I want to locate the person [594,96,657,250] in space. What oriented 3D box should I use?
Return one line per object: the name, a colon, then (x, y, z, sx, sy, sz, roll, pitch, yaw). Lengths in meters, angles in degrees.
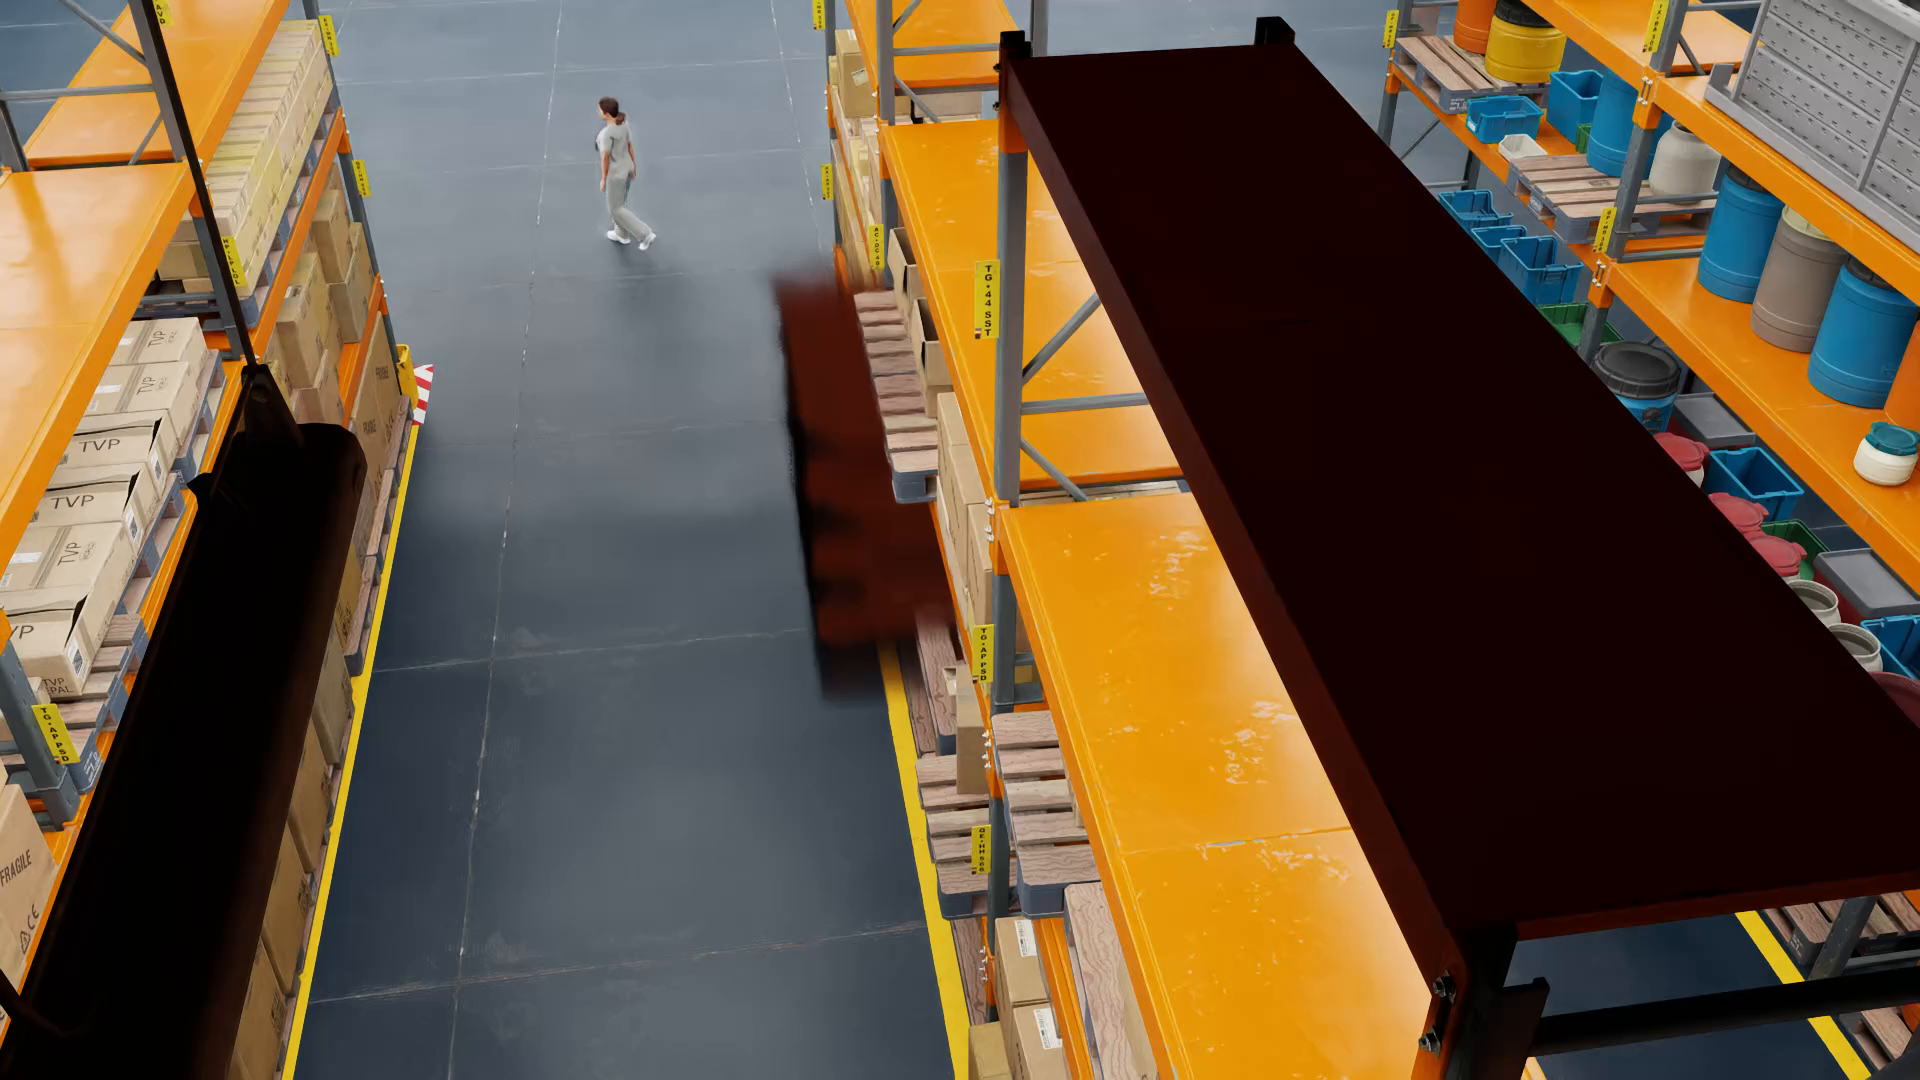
person: (-3.496, -3.777, 17.195, 0.744, 1.657, 0.470, 13, 38, 17)
